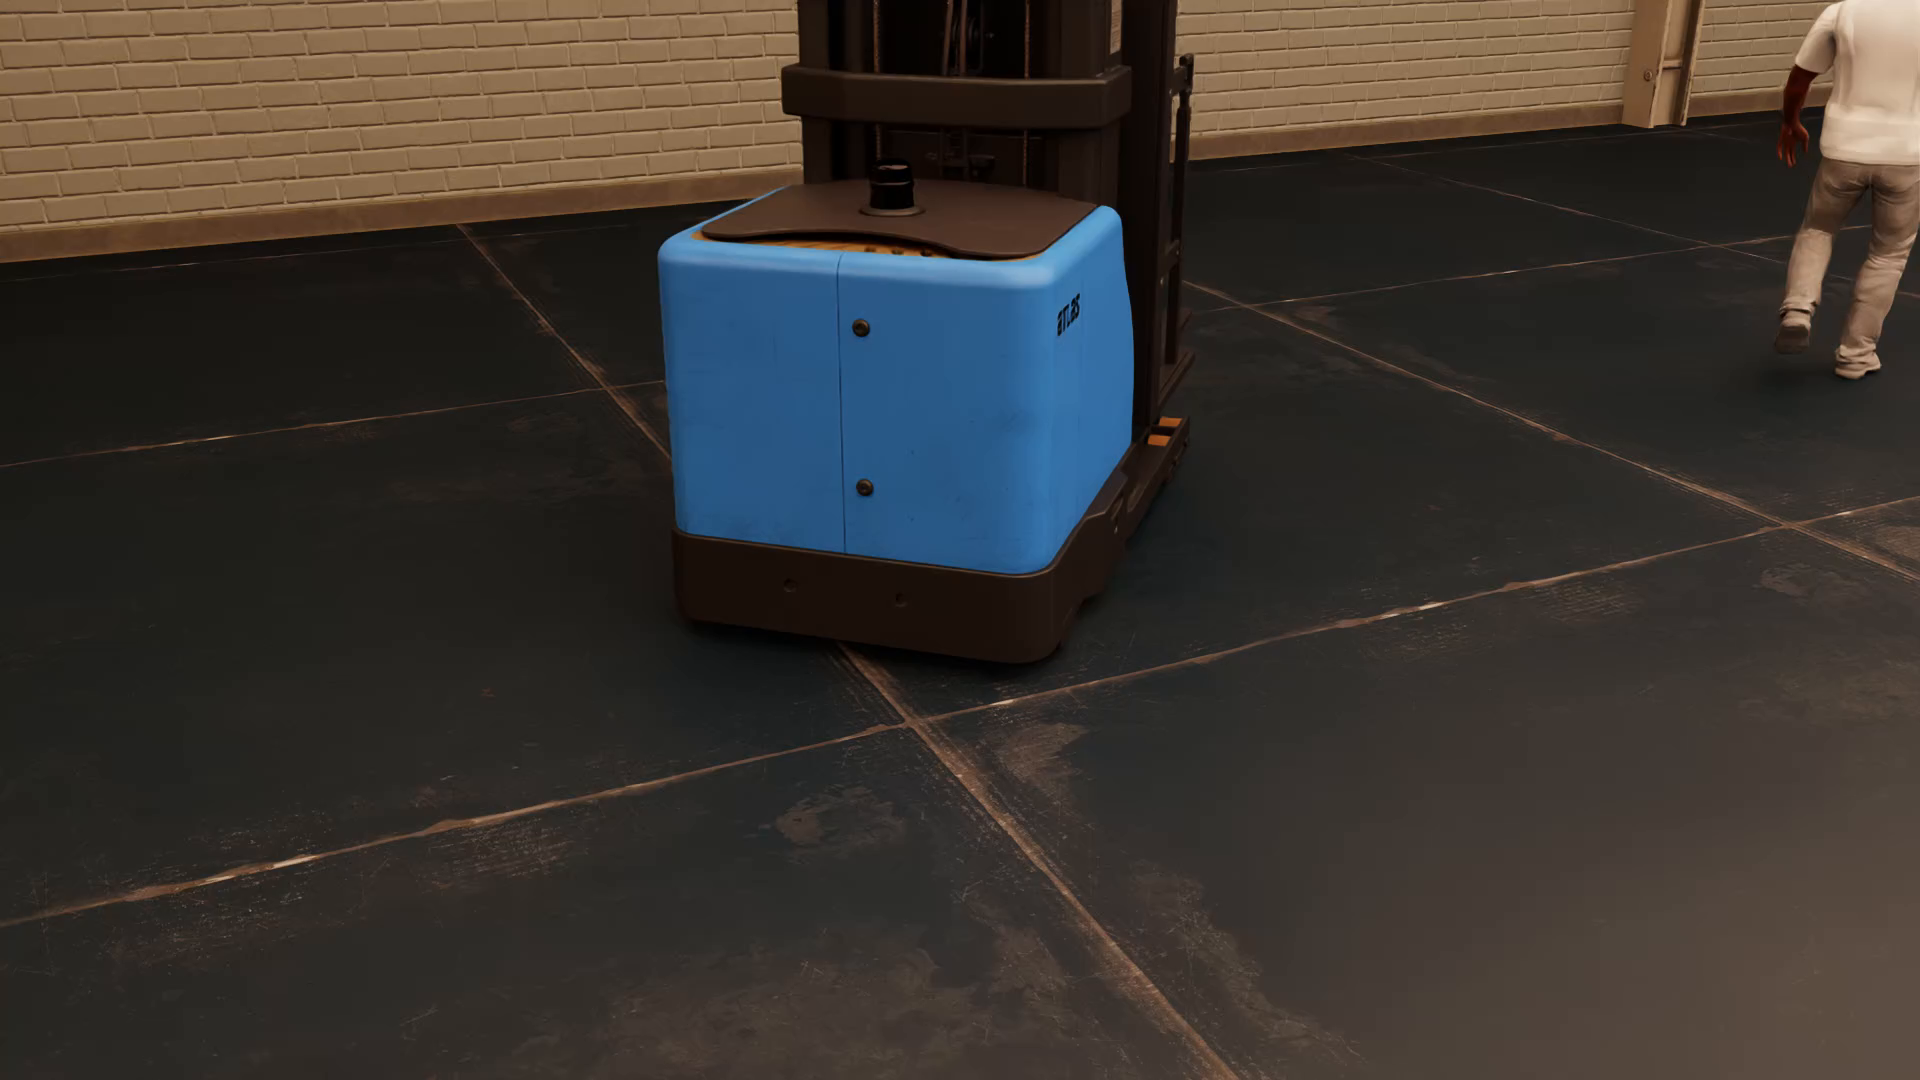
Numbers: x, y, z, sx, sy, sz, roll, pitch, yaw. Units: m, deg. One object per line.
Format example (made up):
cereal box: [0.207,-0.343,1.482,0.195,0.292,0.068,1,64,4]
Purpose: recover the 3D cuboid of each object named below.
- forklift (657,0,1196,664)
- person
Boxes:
forklift: [0.162,-1.579,5.088,1.130,2.935,3.031,7,24,16]
person: [3.528,-1.488,6.416,0.771,1.746,0.489,17,28,35]
